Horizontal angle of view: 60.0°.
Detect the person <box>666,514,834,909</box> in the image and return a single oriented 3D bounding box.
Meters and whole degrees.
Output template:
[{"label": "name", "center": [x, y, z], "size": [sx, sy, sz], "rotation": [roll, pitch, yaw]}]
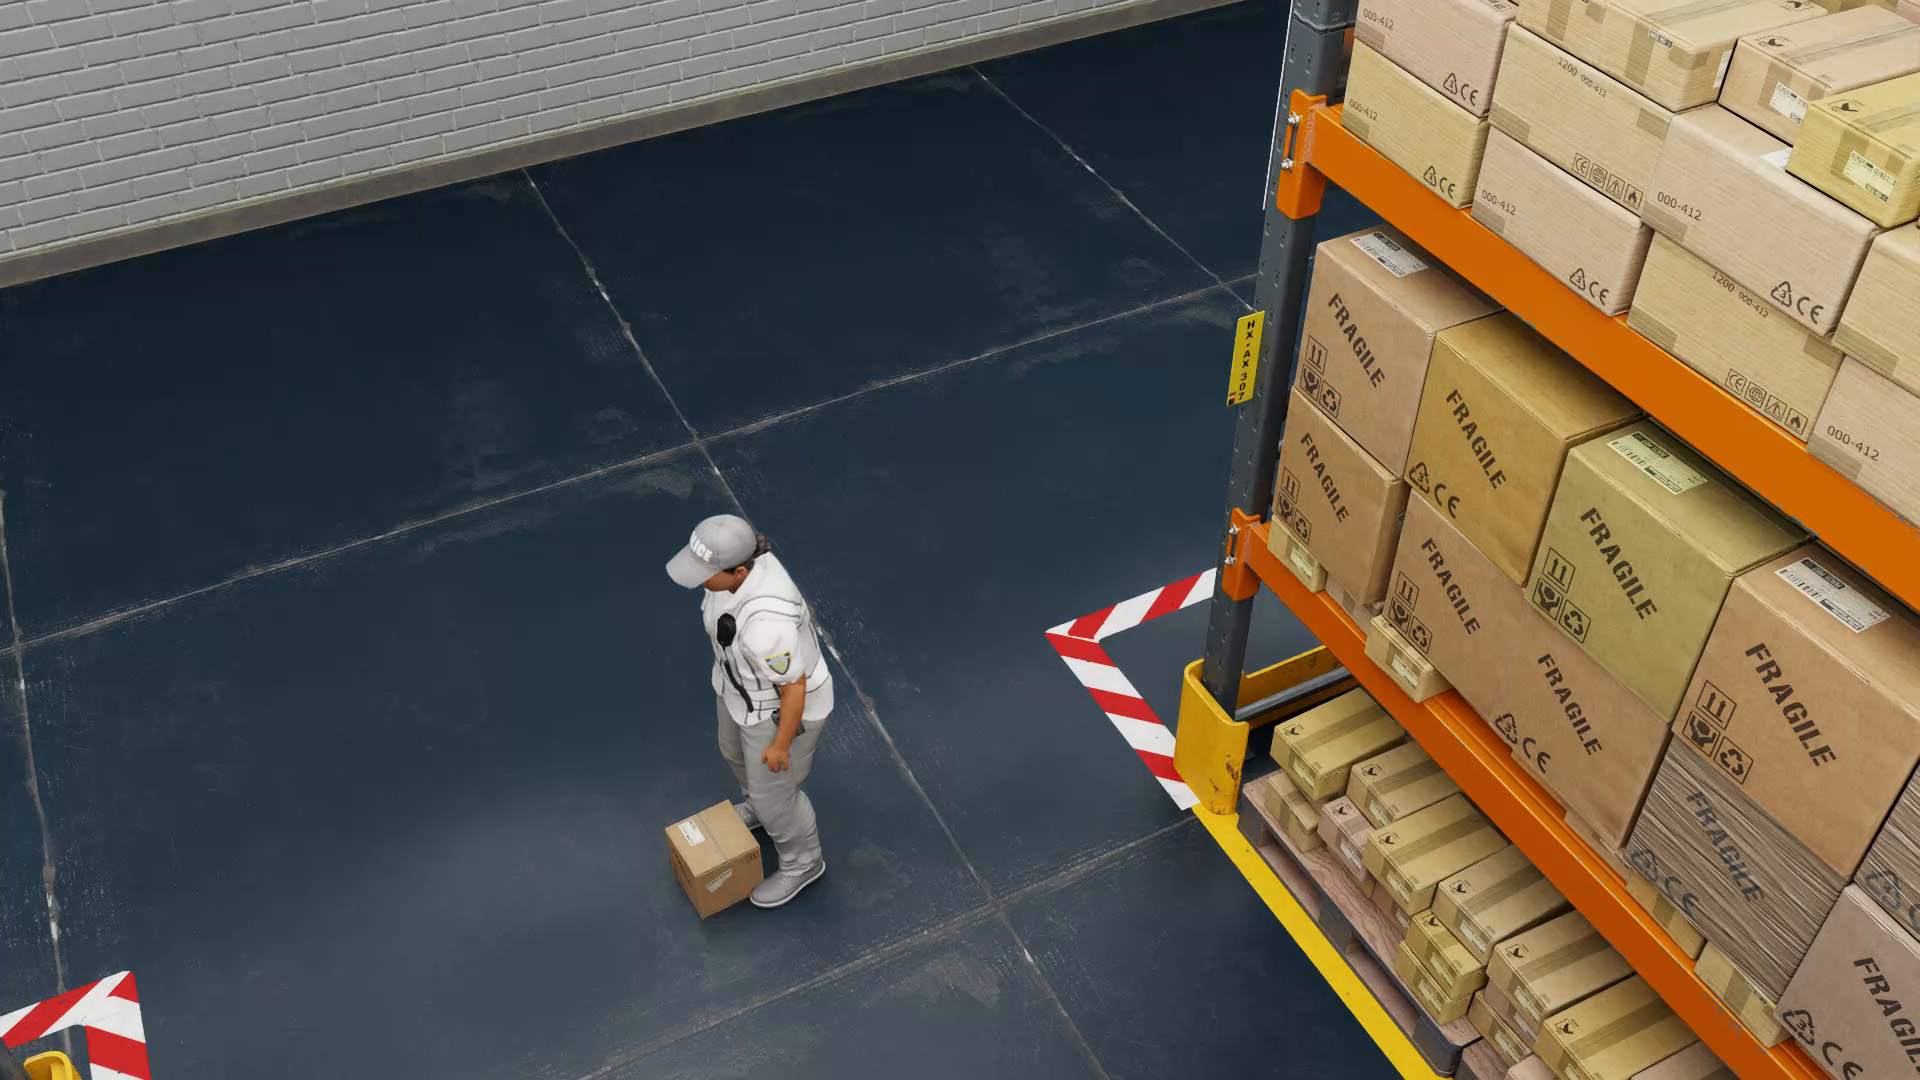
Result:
[{"label": "person", "center": [-0.679, 0.536, 5.548], "size": [0.467, 1.666, 0.537], "rotation": [-19, 45, -20]}]
